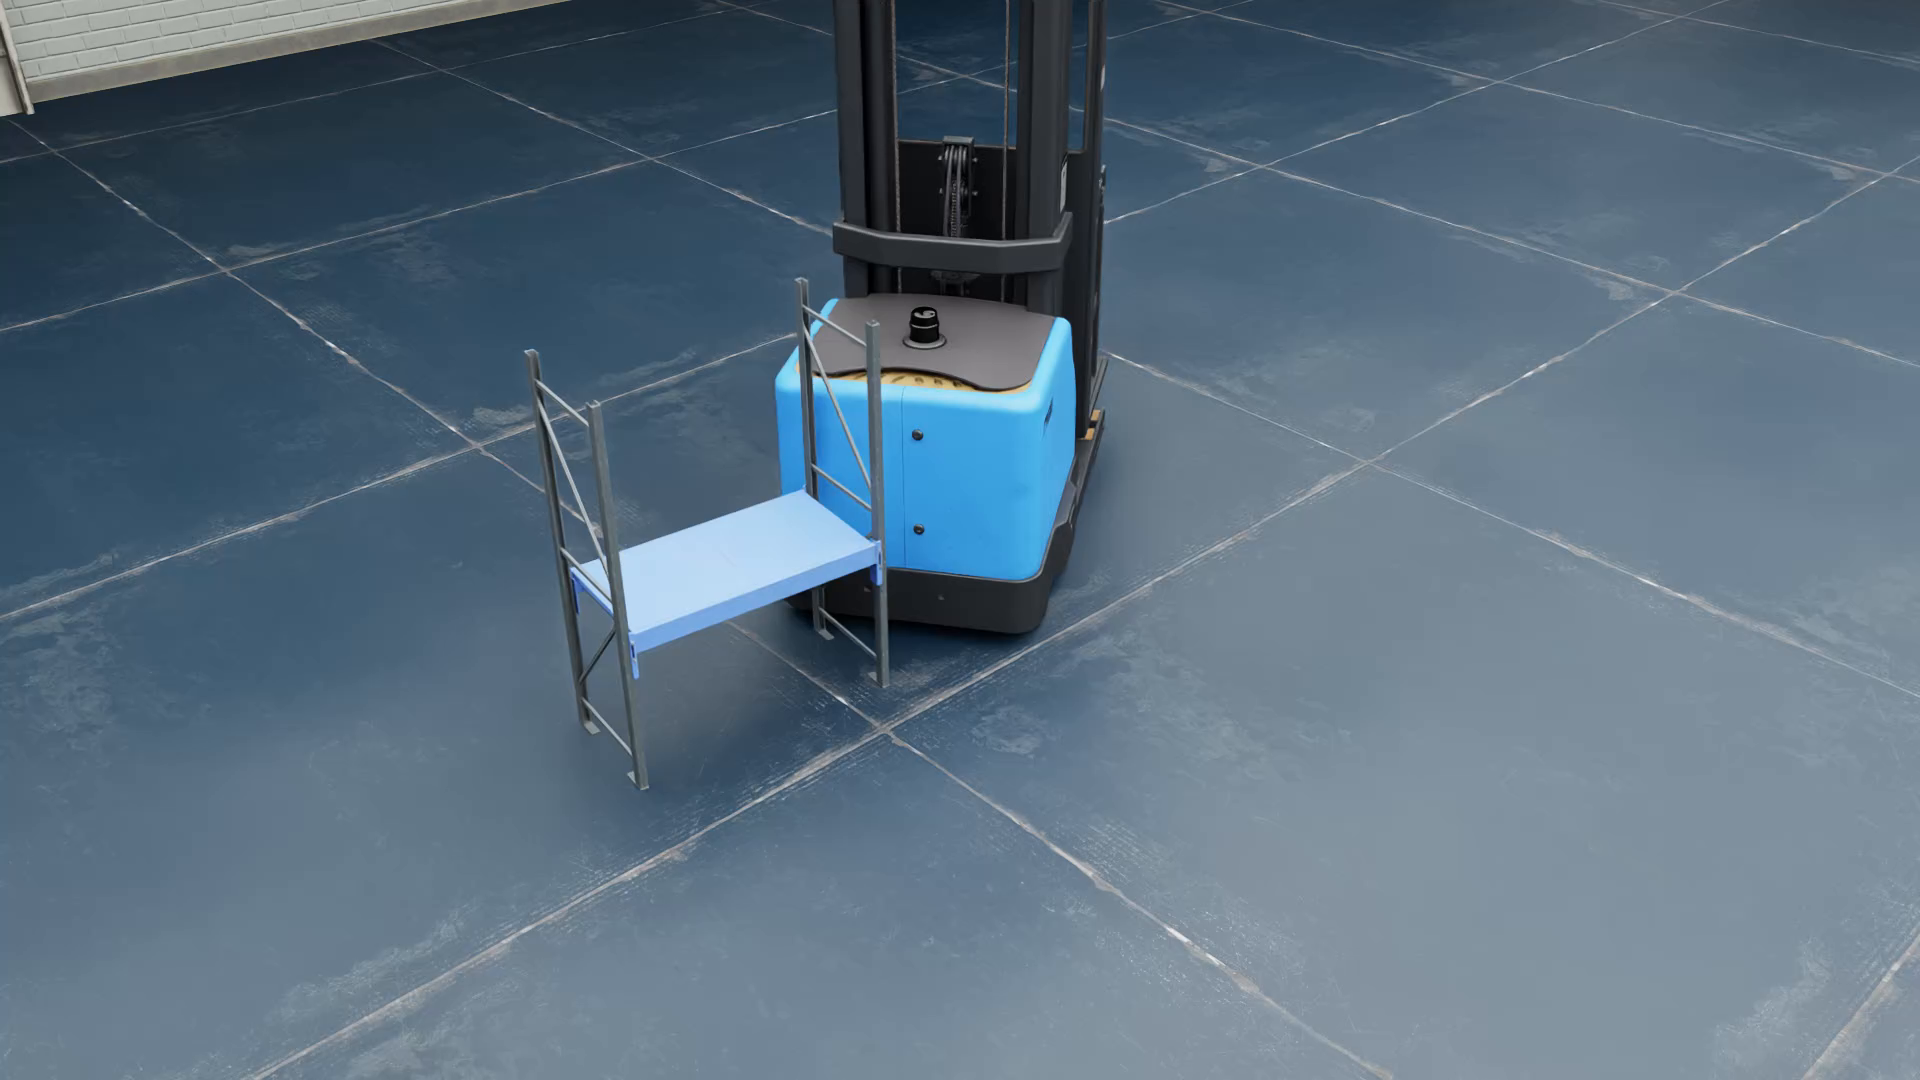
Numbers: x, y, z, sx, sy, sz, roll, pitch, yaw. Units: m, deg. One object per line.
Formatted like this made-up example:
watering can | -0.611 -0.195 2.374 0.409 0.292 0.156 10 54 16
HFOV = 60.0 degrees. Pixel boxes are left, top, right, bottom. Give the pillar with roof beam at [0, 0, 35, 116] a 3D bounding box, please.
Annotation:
pillar with roof beam | -4.272 -5.389 7.437 0.400 9.000 9.100 -26 40 -35

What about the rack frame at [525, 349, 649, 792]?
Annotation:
rack frame | -1.249 0.130 5.599 0.032 1.500 0.500 -21 37 -30

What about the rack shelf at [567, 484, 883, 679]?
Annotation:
rack shelf | -0.838 0.127 5.949 1.000 0.185 0.538 -21 37 -30

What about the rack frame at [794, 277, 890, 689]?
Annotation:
rack frame | -0.427 -0.182 6.110 0.032 1.500 0.500 -21 37 -30

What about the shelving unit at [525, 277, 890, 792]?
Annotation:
shelving unit | -0.838 -0.026 5.855 1.048 1.500 0.538 -21 37 -30

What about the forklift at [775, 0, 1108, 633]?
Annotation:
forklift | 0.087 -1.641 7.124 1.130 2.935 3.031 6 32 10
